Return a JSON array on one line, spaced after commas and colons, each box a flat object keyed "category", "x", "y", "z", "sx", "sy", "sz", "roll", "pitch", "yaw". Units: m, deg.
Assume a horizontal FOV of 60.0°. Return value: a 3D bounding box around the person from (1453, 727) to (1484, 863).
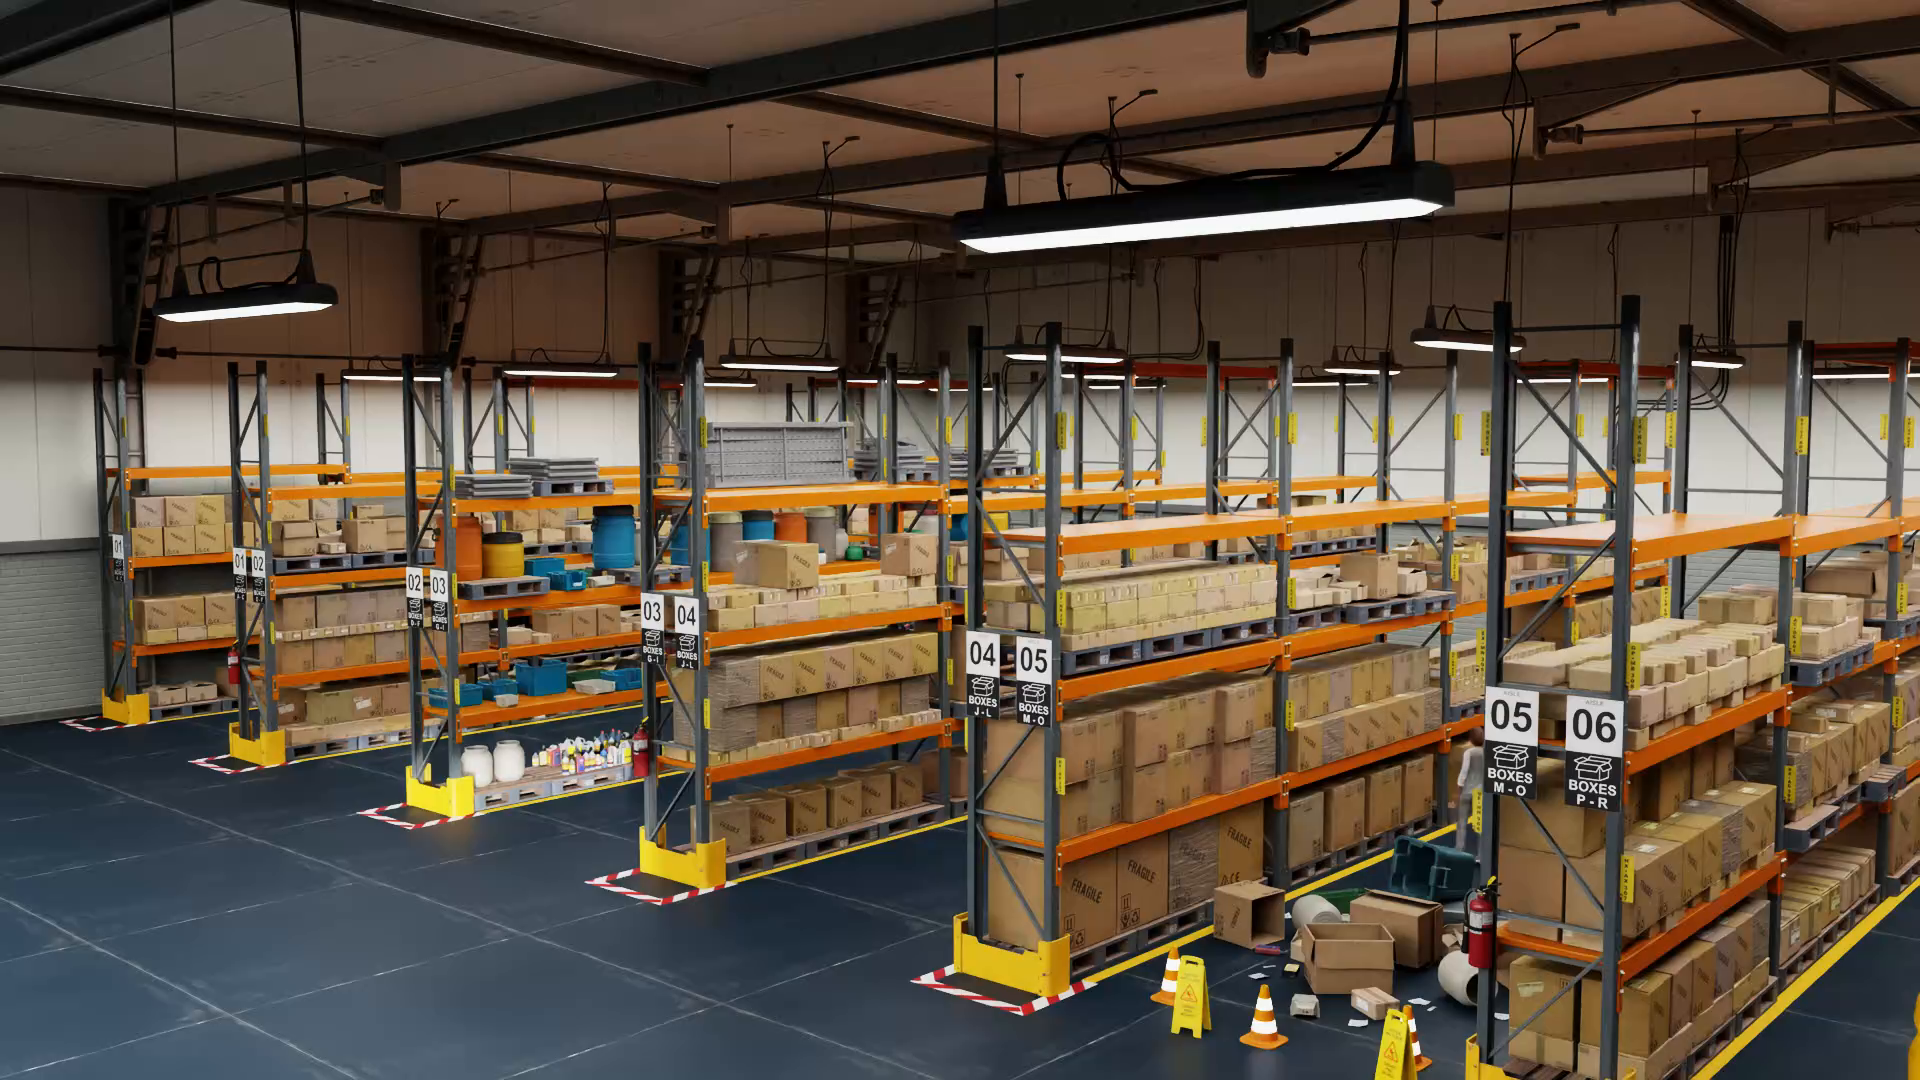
[{"category": "person", "x": 5.960, "y": 2.961, "z": 19.289, "sx": 0.461, "sy": 1.616, "sz": 0.324, "roll": 0, "pitch": 4, "yaw": 6}]
